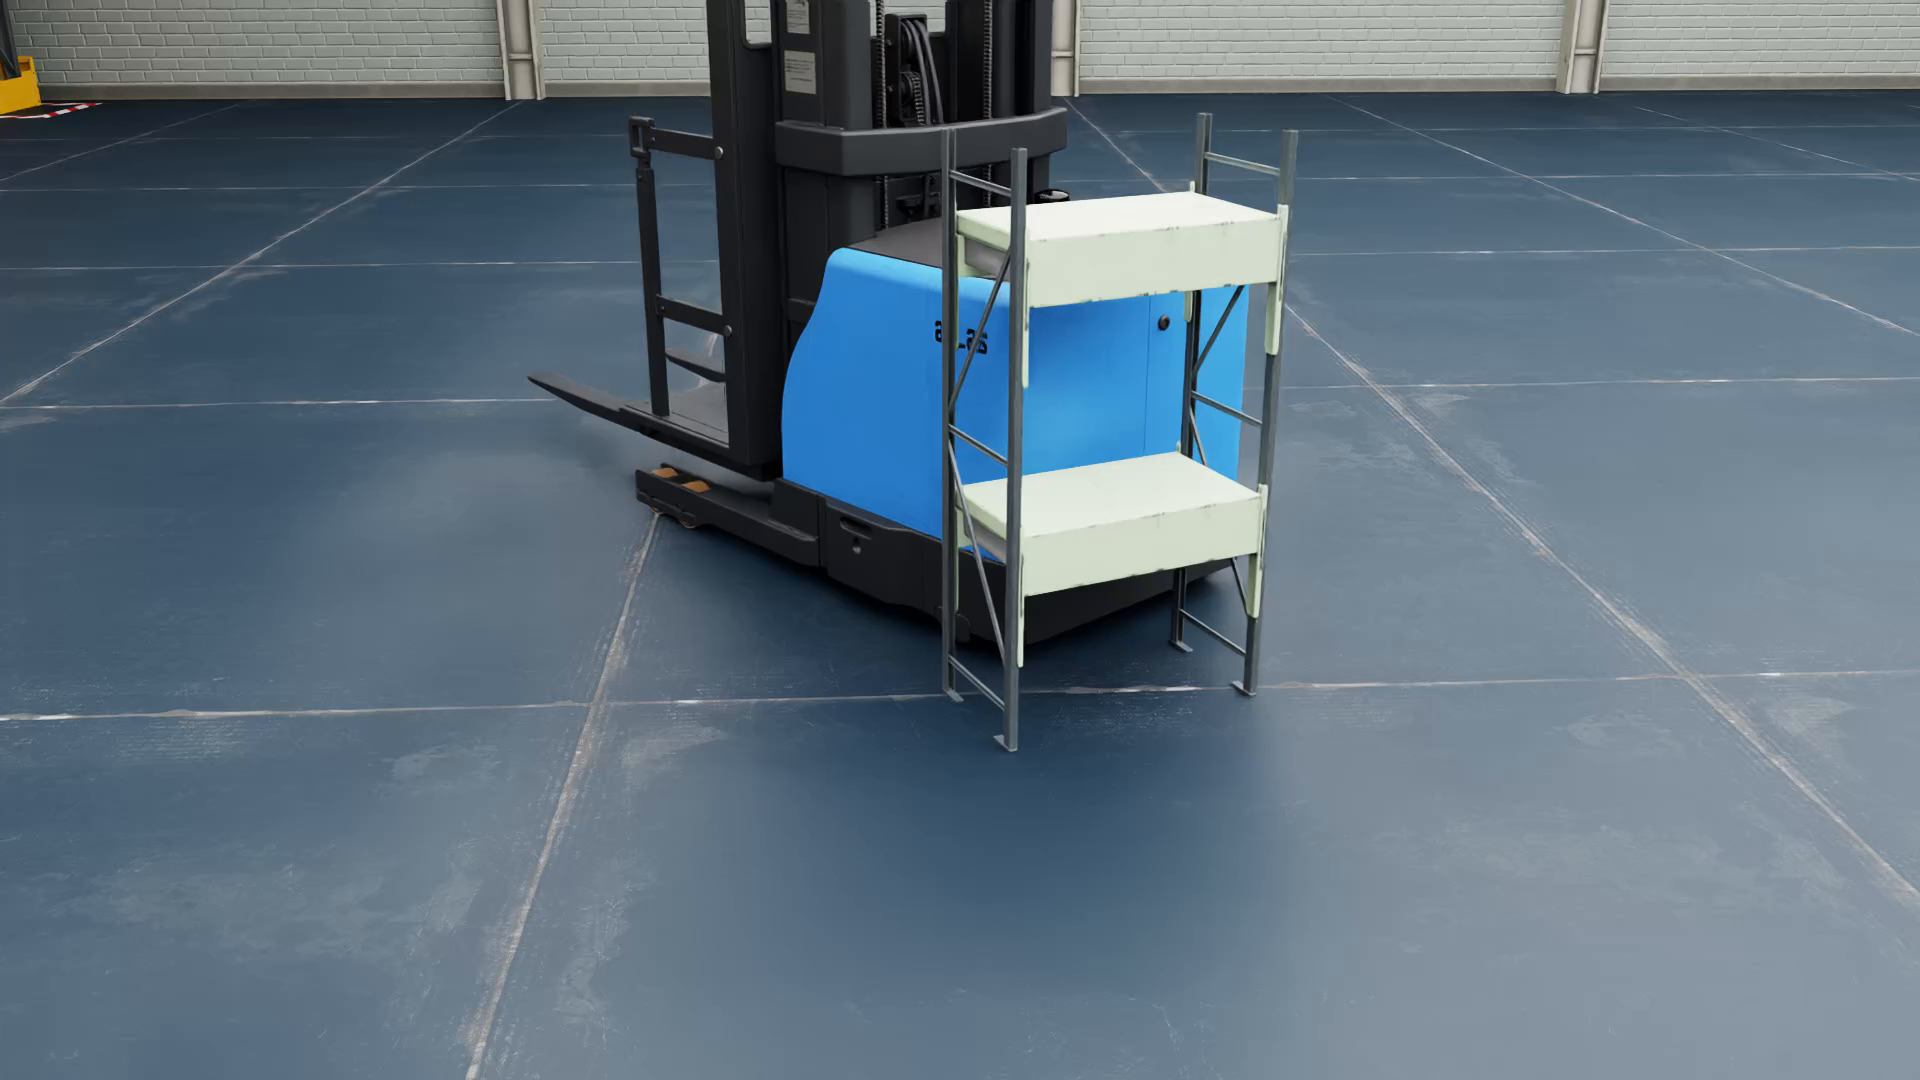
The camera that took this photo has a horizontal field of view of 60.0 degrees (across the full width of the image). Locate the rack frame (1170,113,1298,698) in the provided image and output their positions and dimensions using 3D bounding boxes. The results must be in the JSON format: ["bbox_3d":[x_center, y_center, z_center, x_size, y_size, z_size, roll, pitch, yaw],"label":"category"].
[{"bbox_3d":[0.709,-0.340,4.401,0.023,1.500,0.400,-10,23,-24],"label":"rack frame"}]

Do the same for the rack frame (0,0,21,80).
[{"bbox_3d":[-10.095,-5.913,16.936,0.127,3.000,1.000,-1,21,-3],"label":"rack frame"}]

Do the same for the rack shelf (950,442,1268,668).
[{"bbox_3d":[0.379,0.021,4.369,0.720,0.370,0.431,-10,23,-24],"label":"rack shelf"}]

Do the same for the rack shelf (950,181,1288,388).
[{"bbox_3d":[0.381,-0.647,4.111,0.720,0.370,0.431,-10,23,-24],"label":"rack shelf"}]

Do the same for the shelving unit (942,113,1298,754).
[{"bbox_3d":[0.380,-0.283,4.252,0.755,1.500,0.431,-10,23,-24],"label":"shelving unit"}]

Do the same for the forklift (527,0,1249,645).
[{"bbox_3d":[-0.490,-1.515,5.482,1.130,2.935,3.031,-18,27,-39],"label":"forklift"}]

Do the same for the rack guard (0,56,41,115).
[{"bbox_3d":[-10.071,-4.745,17.382,0.348,0.500,1.175,-1,21,-3],"label":"rack guard"}]

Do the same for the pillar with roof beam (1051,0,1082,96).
[{"bbox_3d":[1.384,-7.737,13.296,0.400,9.000,9.100,-1,21,-3],"label":"pillar with roof beam"}]

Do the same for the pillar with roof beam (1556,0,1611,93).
[{"bbox_3d":[7.375,-7.859,13.616,0.400,9.000,9.100,-1,21,-3],"label":"pillar with roof beam"}]

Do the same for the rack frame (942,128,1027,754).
[{"bbox_3d":[0.050,-0.226,4.103,0.023,1.500,0.400,-10,23,-24],"label":"rack frame"}]

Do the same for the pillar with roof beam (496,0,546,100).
[{"bbox_3d":[-4.606,-7.615,12.975,0.400,9.000,9.100,-1,21,-3],"label":"pillar with roof beam"}]
